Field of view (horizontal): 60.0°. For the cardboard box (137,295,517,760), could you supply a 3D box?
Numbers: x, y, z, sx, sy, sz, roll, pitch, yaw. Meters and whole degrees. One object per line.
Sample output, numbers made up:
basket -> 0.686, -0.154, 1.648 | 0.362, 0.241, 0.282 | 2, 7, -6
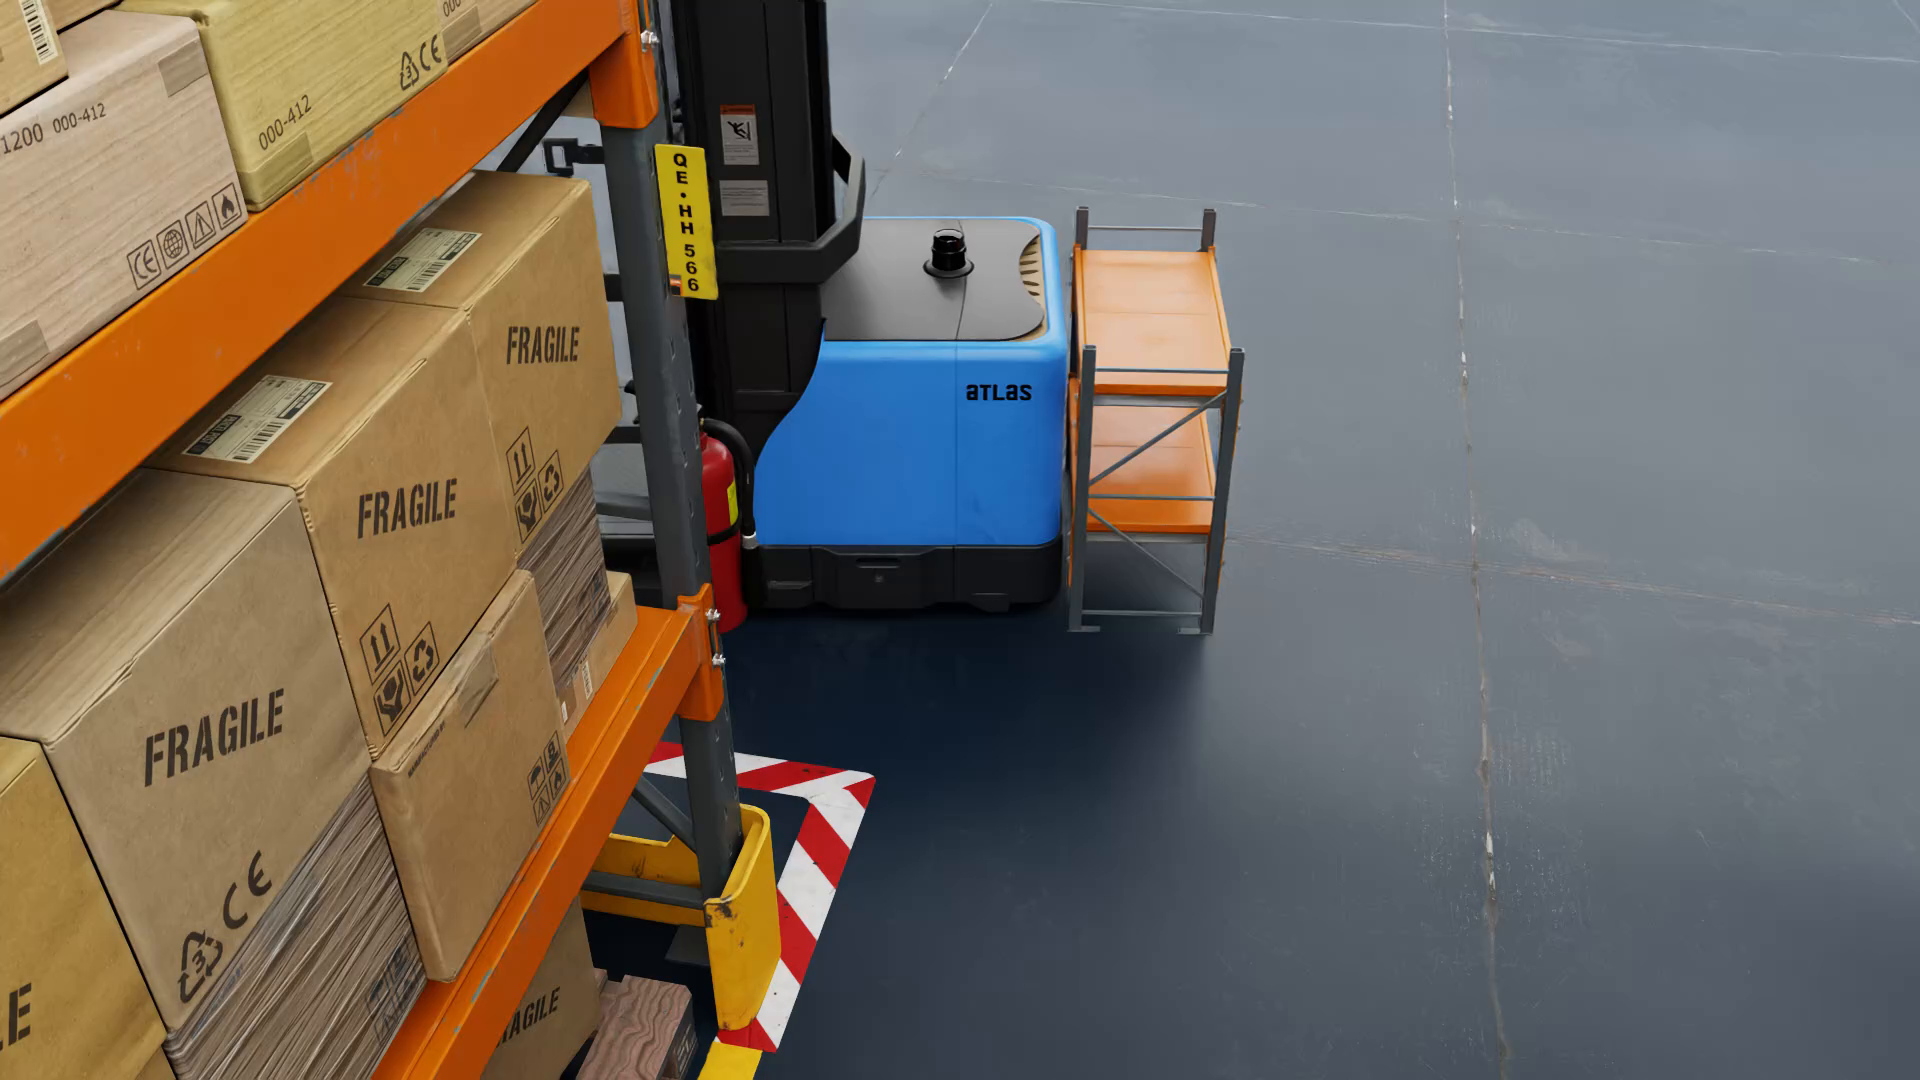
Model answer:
cardboard box -> -1.057, -0.044, 2.564 | 0.500, 0.500, 0.500 | 7, 37, 10

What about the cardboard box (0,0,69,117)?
cardboard box -> -1.119, -0.484, 1.594 | 0.380, 0.149, 0.250 | 6, 36, 8

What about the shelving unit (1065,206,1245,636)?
shelving unit -> 0.650, -0.436, 5.893 | 0.538, 1.125, 1.048 | 1, 36, 2

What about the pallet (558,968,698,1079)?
pallet -> -1.304, 1.522, 3.970 | 1.003, 0.211, 1.213 | 7, 37, 10

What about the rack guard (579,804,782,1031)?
rack guard -> -1.096, 0.944, 4.522 | 1.175, 0.500, 0.348 | 7, 37, 10

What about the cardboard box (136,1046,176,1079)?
cardboard box -> -1.481, 0.907, 2.104 | 0.875, 0.500, 0.500 | 7, 37, 10

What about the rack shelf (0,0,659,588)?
rack shelf -> -1.507, 0.111, 1.598 | 1.077, 0.370, 4.000 | 7, 37, 10

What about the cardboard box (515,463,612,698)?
cardboard box -> -1.224, 0.039, 3.302 | 0.875, 0.500, 0.500 | 7, 37, 10

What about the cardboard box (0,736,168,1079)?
cardboard box -> -1.281, 0.528, 1.775 | 0.500, 0.500, 0.500 | 7, 37, 10

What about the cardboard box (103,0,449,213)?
cardboard box -> -1.038, -0.671, 2.192 | 0.500, 0.250, 0.500 | 8, 37, 10

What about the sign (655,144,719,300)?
sign -> -0.541, -0.628, 3.304 | 0.100, 0.325, 0.005 | 7, 37, 10

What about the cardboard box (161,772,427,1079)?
cardboard box -> -1.362, 0.622, 2.497 | 0.875, 0.500, 0.500 | 7, 37, 10

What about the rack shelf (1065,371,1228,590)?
rack shelf -> 0.650, -0.238, 6.036 | 0.538, 0.278, 1.000 | 1, 36, 2

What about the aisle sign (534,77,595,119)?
aisle sign -> -0.773, -1.163, 3.083 | 0.394, 0.787, 0.004 | 7, 37, 10

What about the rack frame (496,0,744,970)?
rack frame -> -1.079, -0.112, 3.849 | 1.000, 3.000, 0.127 | 7, 37, 10

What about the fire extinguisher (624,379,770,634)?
fire extinguisher -> -0.605, -0.089, 3.882 | 0.296, 0.674, 0.183 | 7, 37, 10

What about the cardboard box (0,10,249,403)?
cardboard box -> -1.156, -0.378, 1.788 | 0.500, 0.250, 0.500 | 8, 37, 11

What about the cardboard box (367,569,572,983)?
cardboard box -> -1.213, 0.340, 2.885 | 0.875, 0.500, 0.500 | 7, 37, 10

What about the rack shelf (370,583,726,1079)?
rack shelf -> -1.507, 1.326, 2.478 | 1.077, 0.370, 4.000 | 7, 37, 10

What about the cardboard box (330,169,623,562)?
cardboard box -> -0.955, -0.332, 2.961 | 0.500, 0.500, 0.500 | 7, 37, 10

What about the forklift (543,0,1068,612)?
forklift -> -1.155, -1.220, 5.436 | 3.031, 2.935, 1.130 | 0, 36, 0

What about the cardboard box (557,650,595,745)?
cardboard box -> -0.993, 0.322, 3.464 | 0.380, 0.149, 0.250 | 7, 37, 10

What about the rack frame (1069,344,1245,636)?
rack frame -> 0.630, -0.138, 5.482 | 0.500, 1.125, 0.032 | 1, 36, 2

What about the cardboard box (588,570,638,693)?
cardboard box -> -0.939, 0.179, 3.661 | 0.380, 0.149, 0.250 | 7, 37, 10

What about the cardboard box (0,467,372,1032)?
cardboard box -> -1.166, 0.242, 2.169 | 0.500, 0.500, 0.500 | 7, 37, 10

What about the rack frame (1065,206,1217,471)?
rack frame -> 0.670, -0.734, 6.304 | 0.500, 1.125, 0.032 | 1, 36, 2

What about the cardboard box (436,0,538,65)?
cardboard box -> -0.934, -0.958, 2.587 | 0.500, 0.250, 0.500 | 8, 37, 11

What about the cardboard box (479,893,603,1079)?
cardboard box -> -1.229, 1.086, 3.968 | 0.500, 0.500, 0.500 | 14, 38, 19

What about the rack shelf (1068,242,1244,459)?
rack shelf -> 0.650, -0.673, 5.721 | 0.538, 0.278, 1.000 | 1, 36, 2
